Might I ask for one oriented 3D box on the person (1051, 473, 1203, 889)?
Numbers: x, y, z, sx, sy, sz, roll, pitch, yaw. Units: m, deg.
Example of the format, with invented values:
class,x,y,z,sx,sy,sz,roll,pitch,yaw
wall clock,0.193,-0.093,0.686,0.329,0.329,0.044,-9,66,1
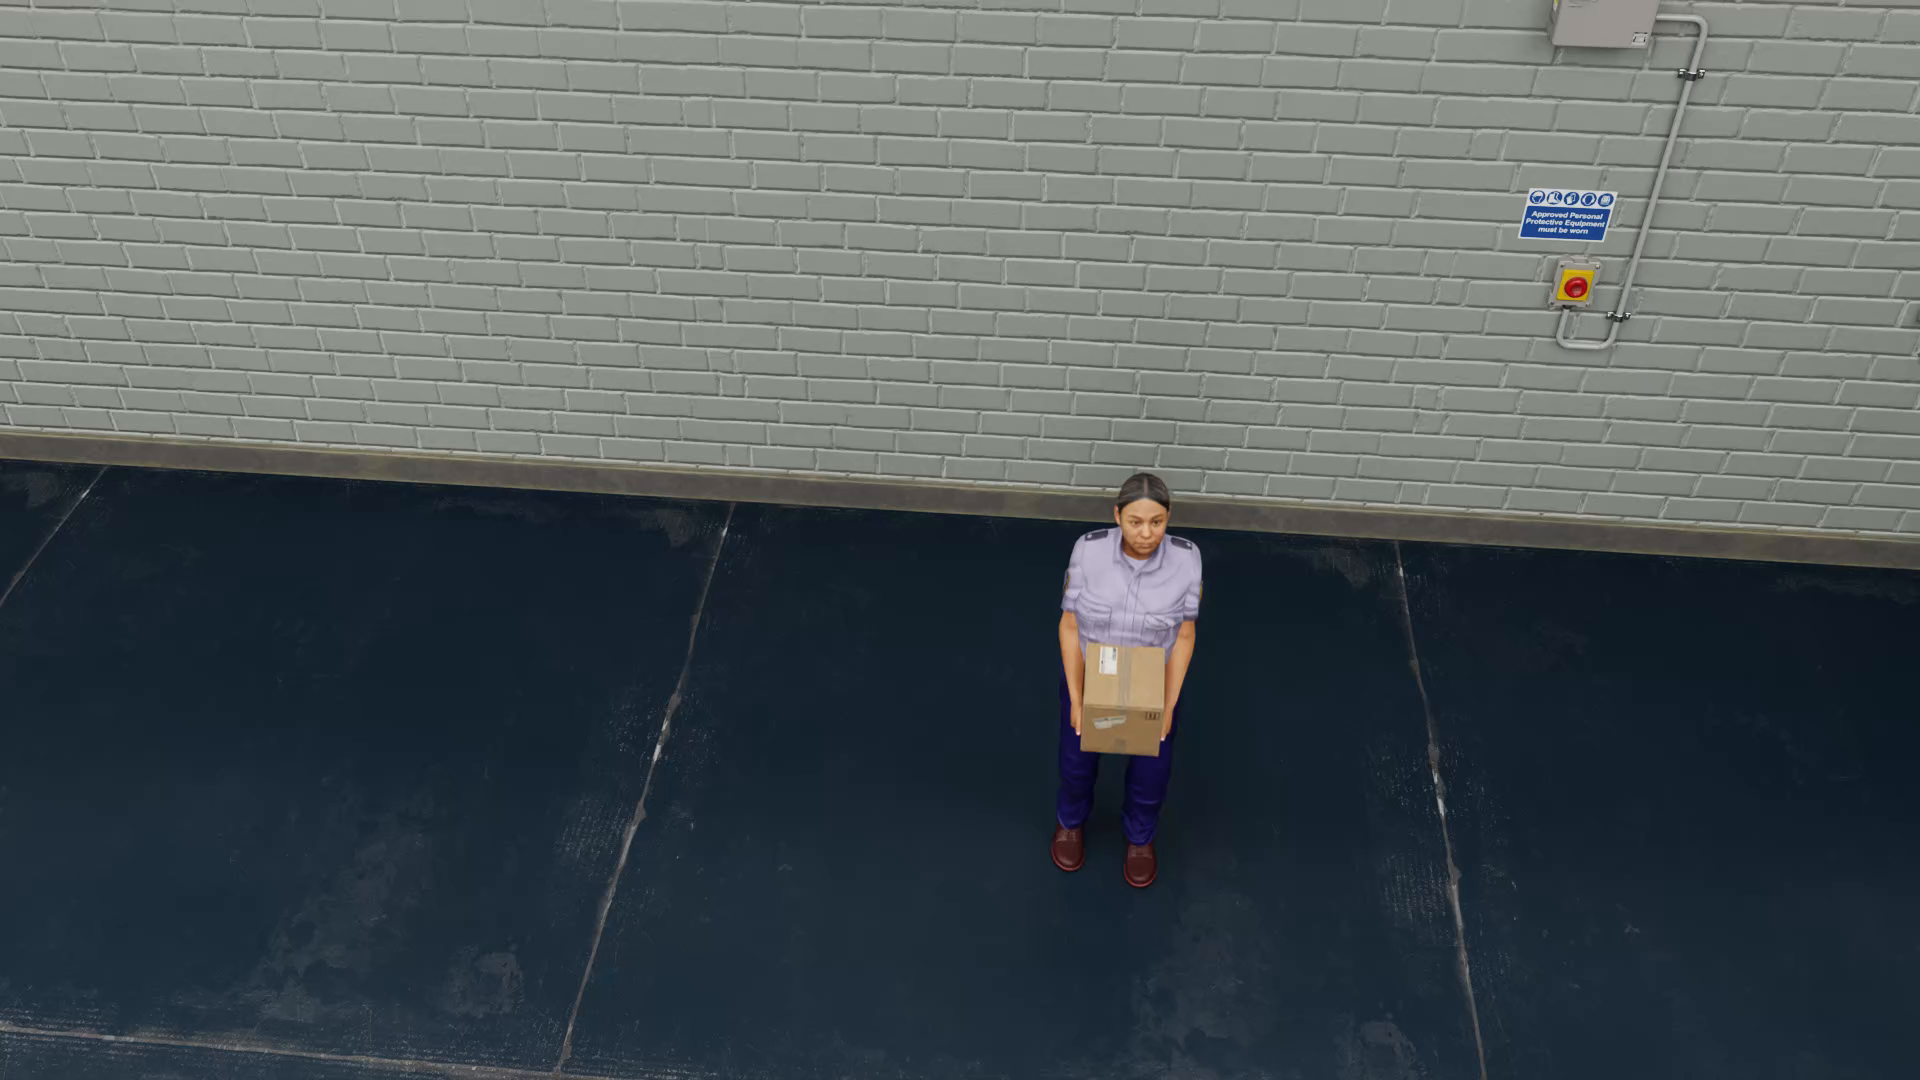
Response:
class,x,y,z,sx,sy,sz,roll,pitch,yaw
person,0.545,0.527,5.556,0.452,1.635,0.524,4,40,4
